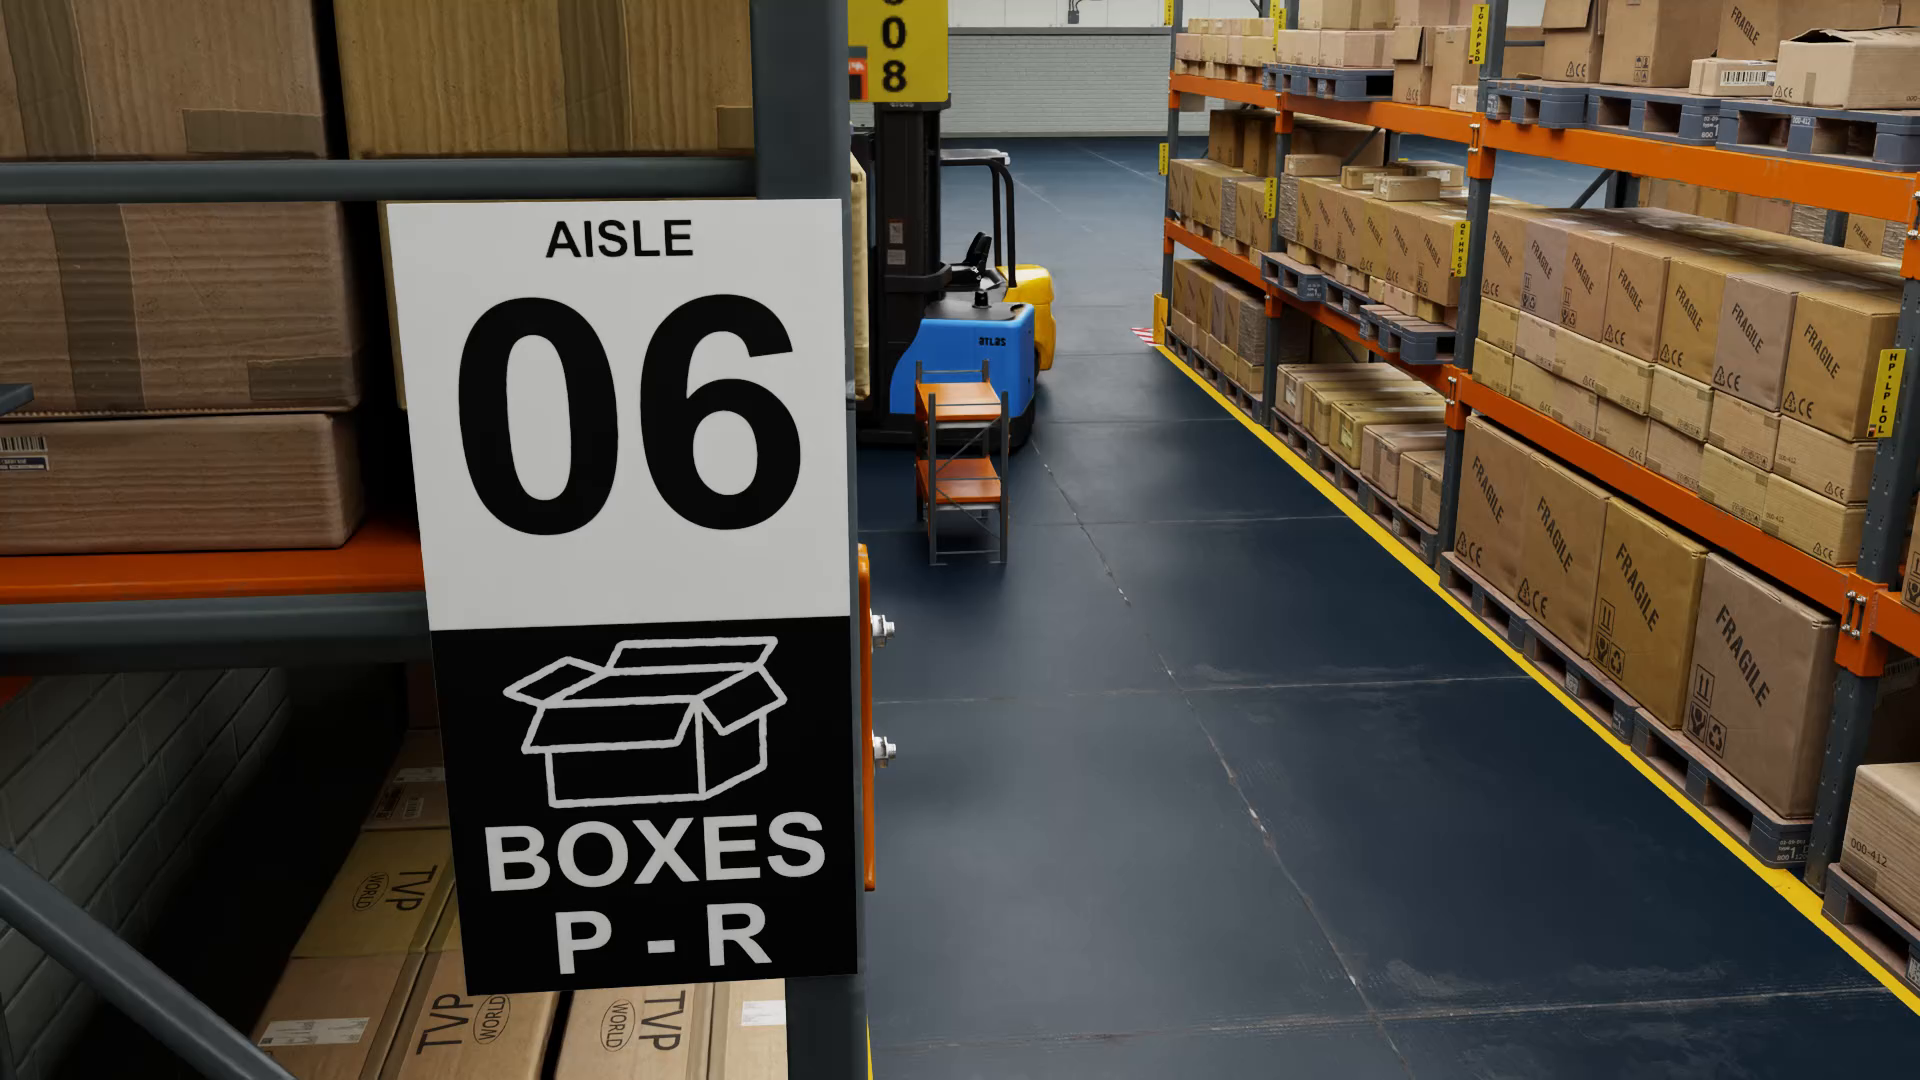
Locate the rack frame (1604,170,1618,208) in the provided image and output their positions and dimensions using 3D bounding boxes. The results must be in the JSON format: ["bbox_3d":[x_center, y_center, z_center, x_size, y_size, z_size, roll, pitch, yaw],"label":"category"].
[{"bbox_3d":[7.599,-3.797,18.265,1.000,3.000,0.127,-2,18,-6],"label":"rack frame"}]

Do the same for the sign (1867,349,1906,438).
[{"bbox_3d":[3.385,-0.534,6.070,0.100,0.325,0.005,-2,18,-6],"label":"sign"}]

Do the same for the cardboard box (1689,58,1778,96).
[{"bbox_3d":[3.579,-2.118,7.596,0.380,0.166,0.250,0,17,-1],"label":"cardboard box"}]

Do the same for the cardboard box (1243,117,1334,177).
[{"bbox_3d":[3.069,-3.683,15.567,0.700,0.500,0.500,-2,18,-6],"label":"cardboard box"}]

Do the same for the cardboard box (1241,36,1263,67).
[{"bbox_3d":[2.732,-4.198,14.286,0.500,0.250,0.500,-2,18,-7],"label":"cardboard box"}]

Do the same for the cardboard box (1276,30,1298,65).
[{"bbox_3d":[2.760,-3.796,12.802,0.500,0.250,0.500,-2,18,-7],"label":"cardboard box"}]

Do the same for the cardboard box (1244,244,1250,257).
[{"bbox_3d":[2.768,-2.618,14.927,0.380,0.149,0.250,-2,18,-6],"label":"cardboard box"}]

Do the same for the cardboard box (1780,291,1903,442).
[{"bbox_3d":[3.628,-0.689,6.528,0.500,0.500,0.500,-1,17,-4],"label":"cardboard box"}]

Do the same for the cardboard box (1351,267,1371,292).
[{"bbox_3d":[3.004,-1.861,11.815,0.380,0.149,0.250,-2,18,-7],"label":"cardboard box"}]

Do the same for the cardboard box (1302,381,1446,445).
[{"bbox_3d":[3.232,-0.999,13.037,0.950,0.372,0.625,-1,17,-2],"label":"cardboard box"}]

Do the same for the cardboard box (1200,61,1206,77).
[{"bbox_3d":[2.556,-4.588,16.196,0.380,0.149,0.250,-2,18,-6],"label":"cardboard box"}]

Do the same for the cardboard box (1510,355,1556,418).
[{"bbox_3d":[3.382,-0.853,9.138,0.500,0.250,0.500,-2,18,-7],"label":"cardboard box"}]

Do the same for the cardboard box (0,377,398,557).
[{"bbox_3d":[-0.864,-0.092,1.875,0.380,0.149,0.250,-1,17,-4],"label":"cardboard box"}]

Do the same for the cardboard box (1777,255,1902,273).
[{"bbox_3d":[4.035,-1.004,7.531,0.500,0.500,0.500,-2,18,-7],"label":"cardboard box"}]

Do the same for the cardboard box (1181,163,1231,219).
[{"bbox_3d":[2.515,-3.500,16.654,0.500,0.500,0.500,-1,17,-4],"label":"cardboard box"}]

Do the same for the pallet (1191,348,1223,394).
[{"bbox_3d":[2.865,-1.655,16.098,1.003,0.211,1.213,-2,18,-6],"label":"pallet"}]

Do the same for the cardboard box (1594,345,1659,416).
[{"bbox_3d":[3.448,-0.785,8.085,0.500,0.250,0.500,-1,17,-5],"label":"cardboard box"}]

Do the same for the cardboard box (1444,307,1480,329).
[{"bbox_3d":[3.243,-1.402,10.353,0.380,0.149,0.250,-1,17,-4],"label":"cardboard box"}]

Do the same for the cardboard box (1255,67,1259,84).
[{"bbox_3d":[2.794,-4.049,14.478,0.380,0.149,0.250,-2,18,-8],"label":"cardboard box"}]

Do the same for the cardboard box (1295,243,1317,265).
[{"bbox_3d":[2.858,-2.254,13.067,0.380,0.149,0.250,-1,17,-5],"label":"cardboard box"}]

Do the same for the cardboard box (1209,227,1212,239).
[{"bbox_3d":[2.629,-3.001,16.146,0.380,0.149,0.250,-1,17,-4],"label":"cardboard box"}]

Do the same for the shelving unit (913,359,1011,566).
[{"bbox_3d":[0.001,-0.535,11.002,0.538,1.125,1.048,-2,18,-6],"label":"shelving unit"}]

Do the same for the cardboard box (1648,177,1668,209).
[{"bbox_3d":[7.761,-3.597,17.375,0.875,0.550,0.550,-2,18,-6],"label":"cardboard box"}]

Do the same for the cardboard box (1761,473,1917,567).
[{"bbox_3d":[3.626,-0.093,6.717,0.500,0.250,0.500,-2,18,-7],"label":"cardboard box"}]

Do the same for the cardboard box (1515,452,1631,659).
[{"bbox_3d":[3.587,0.057,8.835,0.875,0.875,0.875,-2,17,-5],"label":"cardboard box"}]

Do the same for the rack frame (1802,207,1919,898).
[{"bbox_3d":[3.923,-0.039,6.294,1.000,3.000,0.127,-2,18,-6],"label":"rack frame"}]

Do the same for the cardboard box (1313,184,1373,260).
[{"bbox_3d":[2.951,-2.367,12.344,0.500,0.500,0.500,-2,18,-6],"label":"cardboard box"}]

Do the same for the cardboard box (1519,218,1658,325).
[{"bbox_3d":[3.379,-1.454,8.963,0.500,0.500,0.500,-2,18,-5],"label":"cardboard box"}]

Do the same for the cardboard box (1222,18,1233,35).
[{"bbox_3d":[2.594,-4.661,15.096,0.380,0.149,0.250,-2,17,-5],"label":"cardboard box"}]

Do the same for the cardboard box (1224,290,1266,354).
[{"bbox_3d":[2.716,-1.988,15.140,0.500,0.500,0.500,-1,17,-5],"label":"cardboard box"}]

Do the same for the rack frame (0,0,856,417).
[{"bbox_3d":[-0.601,-1.555,1.107,1.000,3.000,0.127,-2,18,-6],"label":"rack frame"}]

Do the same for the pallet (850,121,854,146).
[{"bbox_3d":[-1.011,-1.423,6.006,1.213,0.211,1.003,-2,18,-6],"label":"pallet"}]

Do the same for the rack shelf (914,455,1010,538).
[{"bbox_3d":[0.001,-0.301,11.075,0.538,0.278,1.000,-2,18,-6],"label":"rack shelf"}]

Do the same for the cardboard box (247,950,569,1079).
[{"bbox_3d":[-0.964,0.954,2.884,0.500,0.250,0.500,-2,18,-5],"label":"cardboard box"}]

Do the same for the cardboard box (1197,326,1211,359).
[{"bbox_3d":[2.608,-1.939,16.236,0.500,0.250,0.500,-1,17,-2],"label":"cardboard box"}]

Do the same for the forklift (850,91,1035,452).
[{"bbox_3d":[-0.928,-2.298,13.604,3.031,2.935,1.130,3,18,9],"label":"forklift"}]

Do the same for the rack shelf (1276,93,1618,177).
[{"bbox_3d":[3.305,-2.915,11.646,1.077,0.370,4.000,-2,18,-6],"label":"rack shelf"}]

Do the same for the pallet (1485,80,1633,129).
[{"bbox_3d":[3.630,-2.382,9.063,1.213,0.211,1.003,-1,17,-3],"label":"pallet"}]

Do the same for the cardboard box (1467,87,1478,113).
[{"bbox_3d":[3.270,-2.629,9.956,0.380,0.149,0.250,-2,18,-6],"label":"cardboard box"}]

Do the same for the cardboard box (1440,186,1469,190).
[{"bbox_3d":[3.474,-2.380,12.387,0.500,0.500,0.500,-1,17,-4],"label":"cardboard box"}]

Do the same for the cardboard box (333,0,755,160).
[{"bbox_3d":[-0.397,-0.573,1.905,0.500,0.250,0.500,-2,18,-6],"label":"cardboard box"}]

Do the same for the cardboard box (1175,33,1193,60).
[{"bbox_3d":[2.473,-4.958,16.707,0.500,0.250,0.500,-2,18,-7],"label":"cardboard box"}]

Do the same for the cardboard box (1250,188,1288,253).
[{"bbox_3d":[2.805,-2.737,14.224,0.500,0.500,0.500,-2,18,-7],"label":"cardboard box"}]

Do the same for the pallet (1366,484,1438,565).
[{"bbox_3d":[3.432,-0.133,11.249,1.003,0.211,1.213,-2,18,-6],"label":"pallet"}]

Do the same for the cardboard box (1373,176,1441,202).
[{"bbox_3d":[3.062,-2.409,11.395,0.380,0.149,0.250,-3,18,-8],"label":"cardboard box"}]

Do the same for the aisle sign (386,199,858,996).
[{"bbox_3d":[-0.302,0.078,1.581,0.394,0.787,0.004,-2,18,-6],"label":"aisle sign"}]

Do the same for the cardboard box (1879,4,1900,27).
[{"bbox_3d":[7.705,-4.494,14.361,0.500,0.250,0.500,-2,18,-6],"label":"cardboard box"}]

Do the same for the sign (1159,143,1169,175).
[{"bbox_3d":[2.146,-4.011,17.499,0.100,0.325,0.005,-2,18,-6],"label":"sign"}]

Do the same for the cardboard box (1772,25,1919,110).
[{"bbox_3d":[3.624,-1.884,6.611,0.500,0.311,0.500,-2,18,-6],"label":"cardboard box"}]

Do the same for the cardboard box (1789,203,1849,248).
[{"bbox_3d":[7.962,-2.787,14.795,0.875,0.550,0.550,-2,18,-6],"label":"cardboard box"}]
